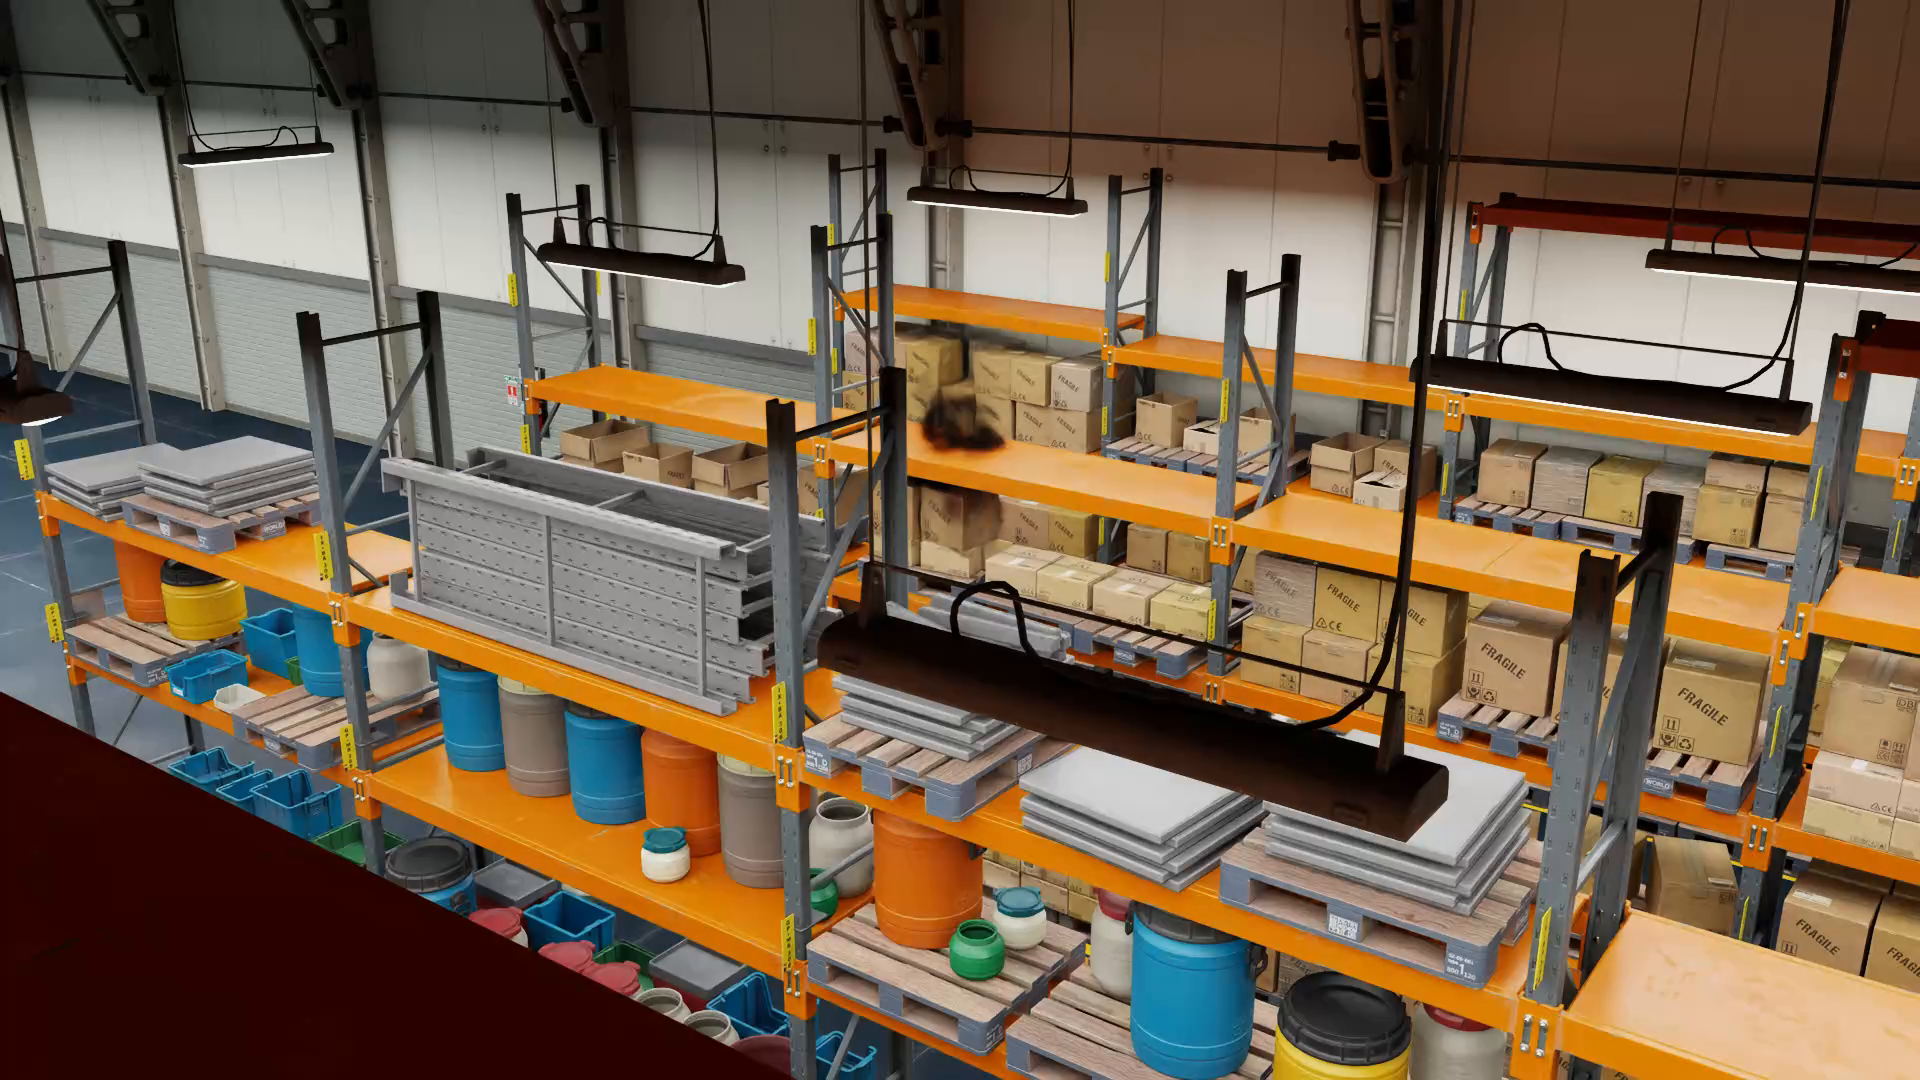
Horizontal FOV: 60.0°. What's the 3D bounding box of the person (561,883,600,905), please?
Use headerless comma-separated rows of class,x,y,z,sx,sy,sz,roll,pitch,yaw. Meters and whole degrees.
person,-3.077,2.861,13.752,0.972,1.747,0.710,13,22,34

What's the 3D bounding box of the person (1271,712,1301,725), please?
person,3.134,2.091,16.267,0.568,1.647,0.615,10,21,28
